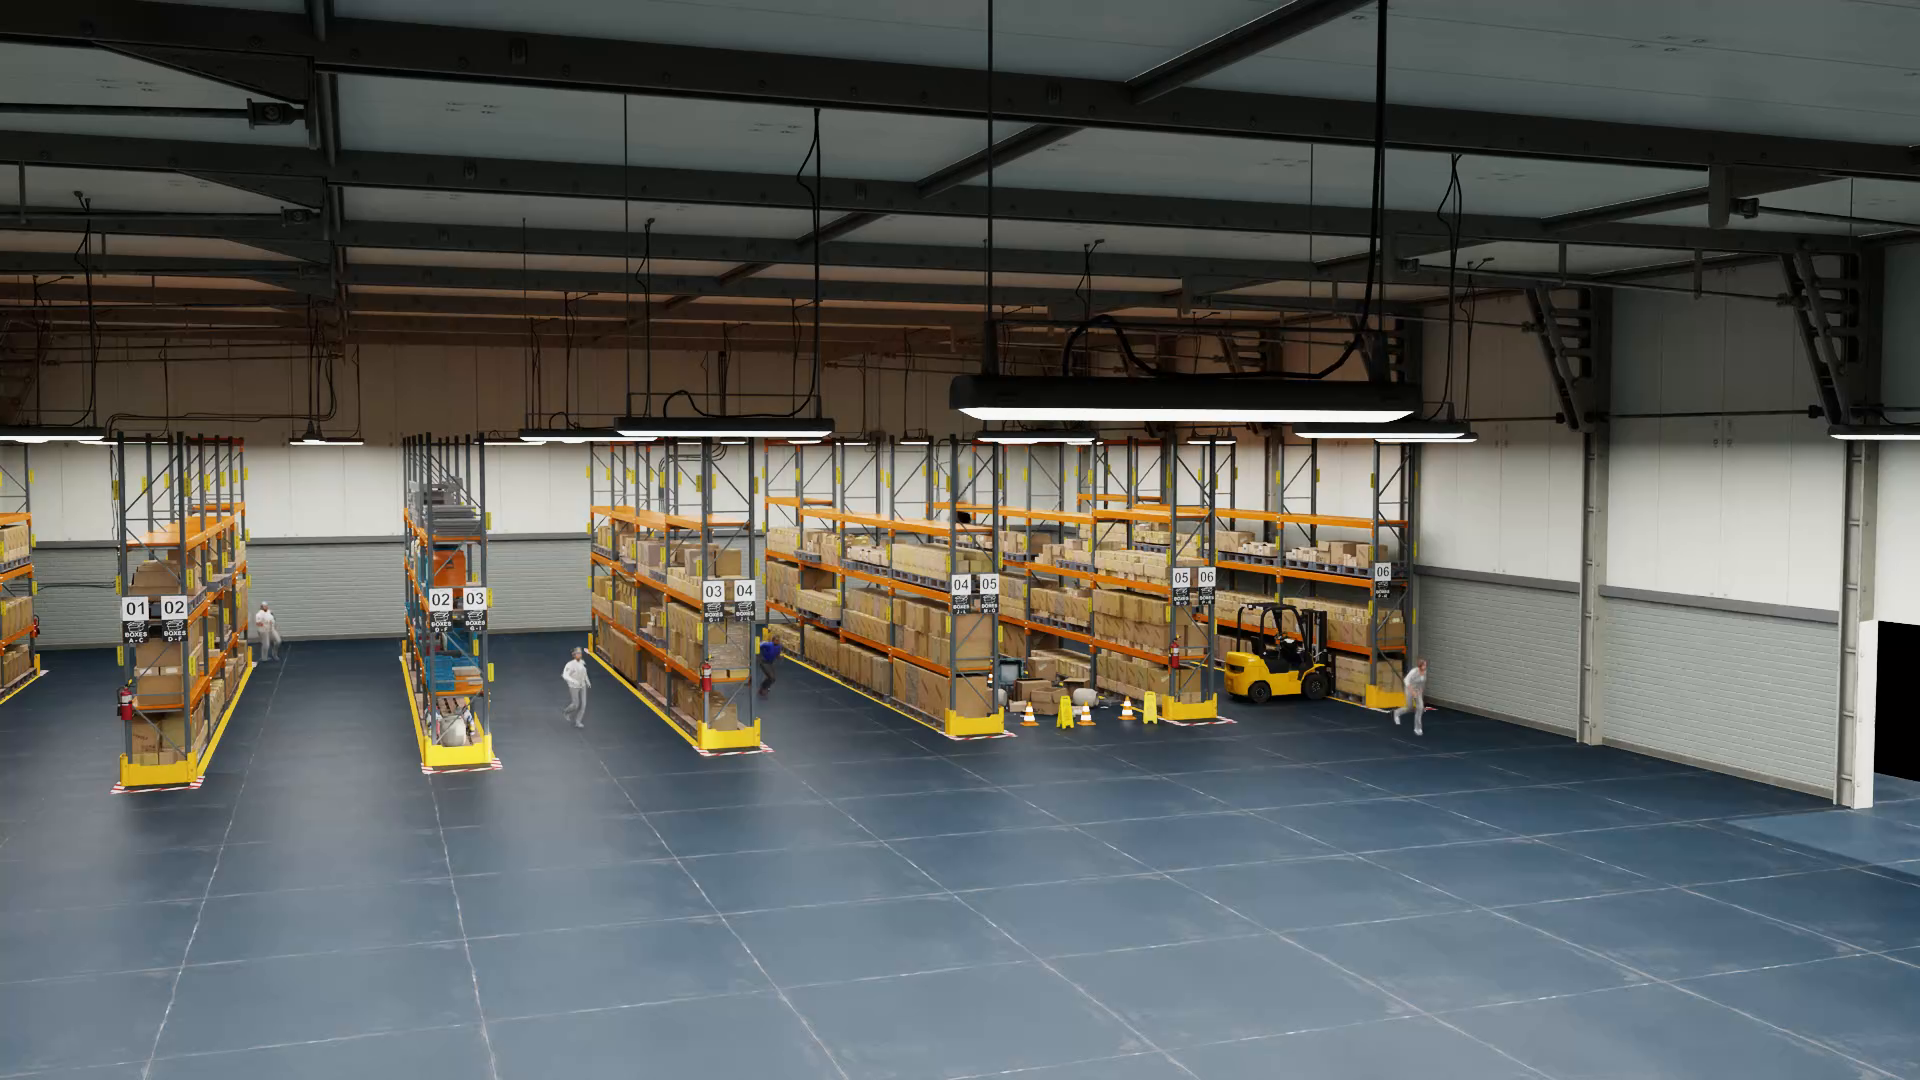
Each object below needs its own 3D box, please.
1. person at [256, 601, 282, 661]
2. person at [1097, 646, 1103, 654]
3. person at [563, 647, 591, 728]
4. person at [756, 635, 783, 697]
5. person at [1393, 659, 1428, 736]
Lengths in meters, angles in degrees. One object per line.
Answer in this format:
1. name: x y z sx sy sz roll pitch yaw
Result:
1. person: -18.571 2.455 44.543 0.639 1.638 0.660 2 4 31
2. person: 3.813 2.506 43.061 0.509 1.709 0.810 -1 3 -16
3. person: -7.857 3.005 34.069 0.611 1.654 0.609 3 4 41
4. person: -4.375 2.886 37.927 0.602 1.472 0.854 -3 4 -44
5. person: 9.067 3.122 33.478 0.559 1.549 0.896 -2 4 -31
